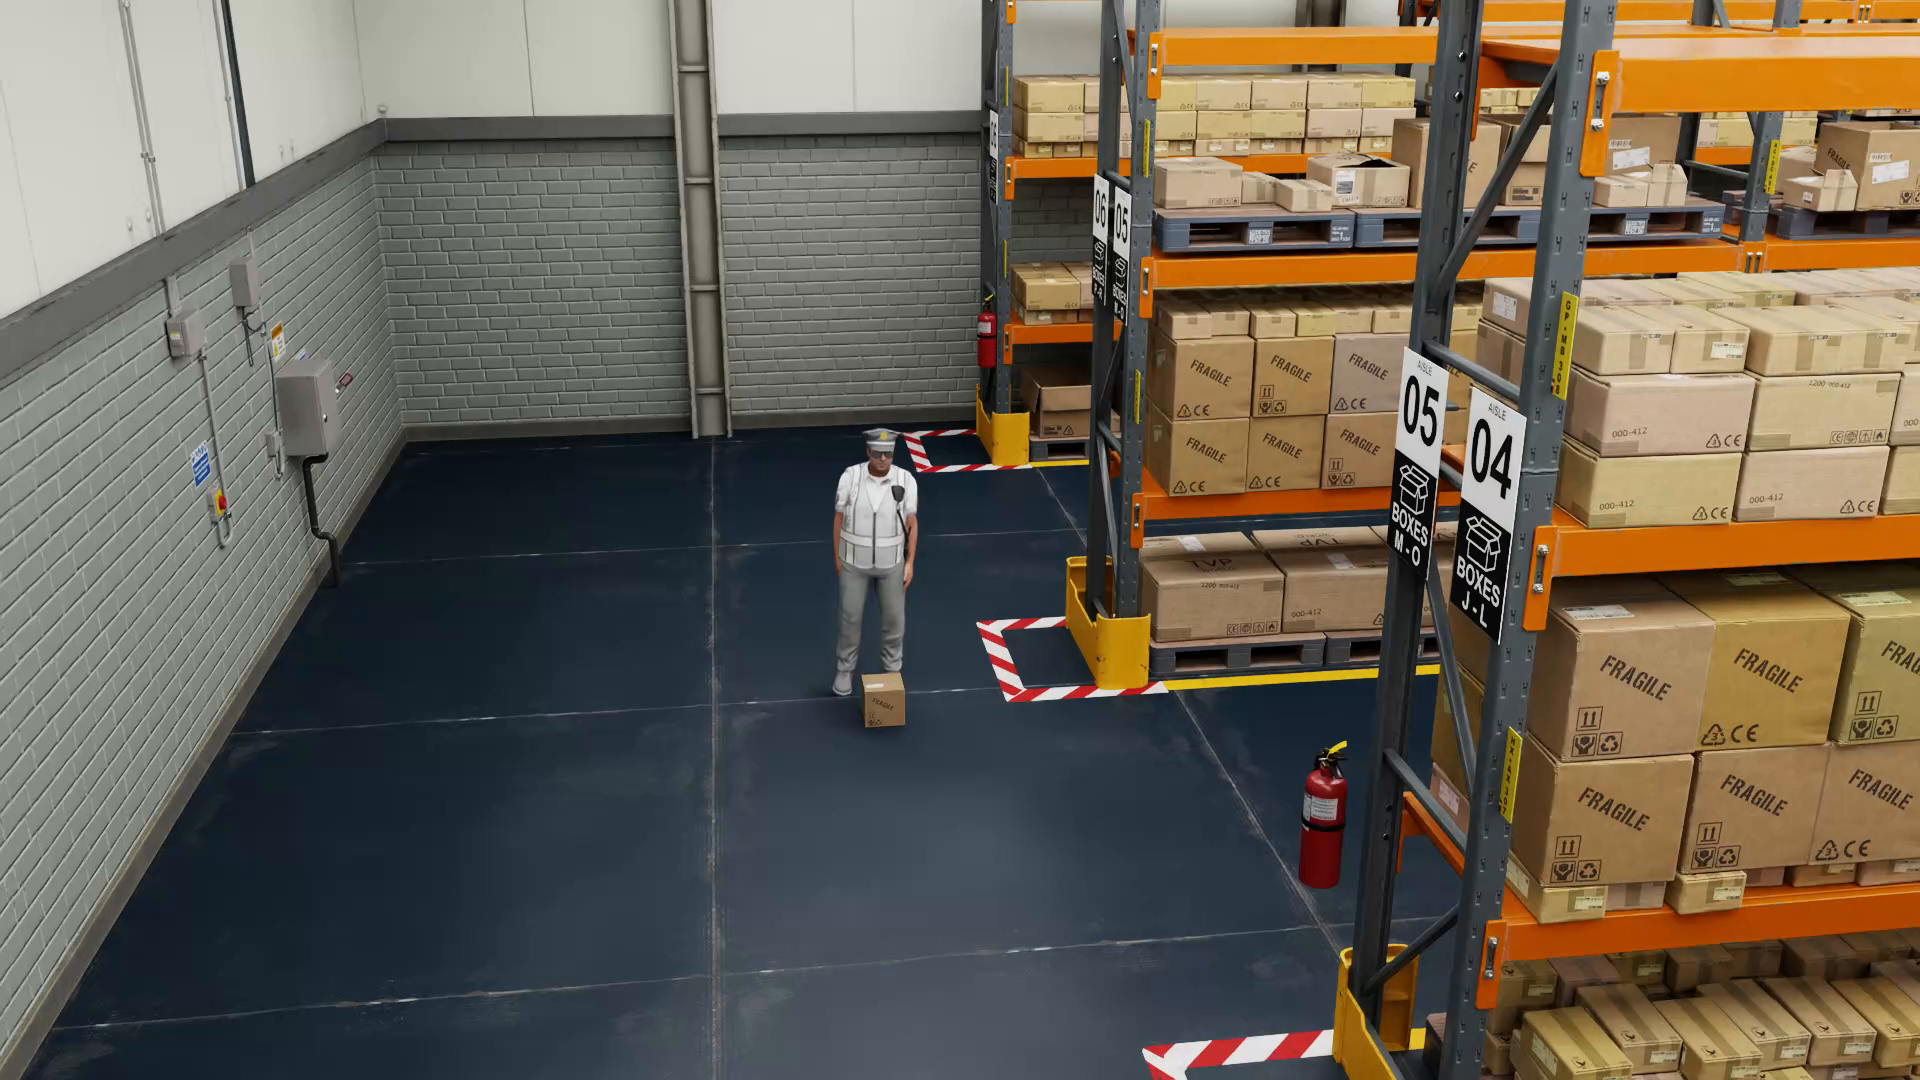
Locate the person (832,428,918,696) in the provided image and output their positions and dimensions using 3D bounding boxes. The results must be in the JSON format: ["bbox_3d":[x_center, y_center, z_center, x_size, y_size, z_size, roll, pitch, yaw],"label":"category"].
[{"bbox_3d":[-0.553,0.132,10.684,0.585,1.769,0.394,-2,20,-7],"label":"person"}]
